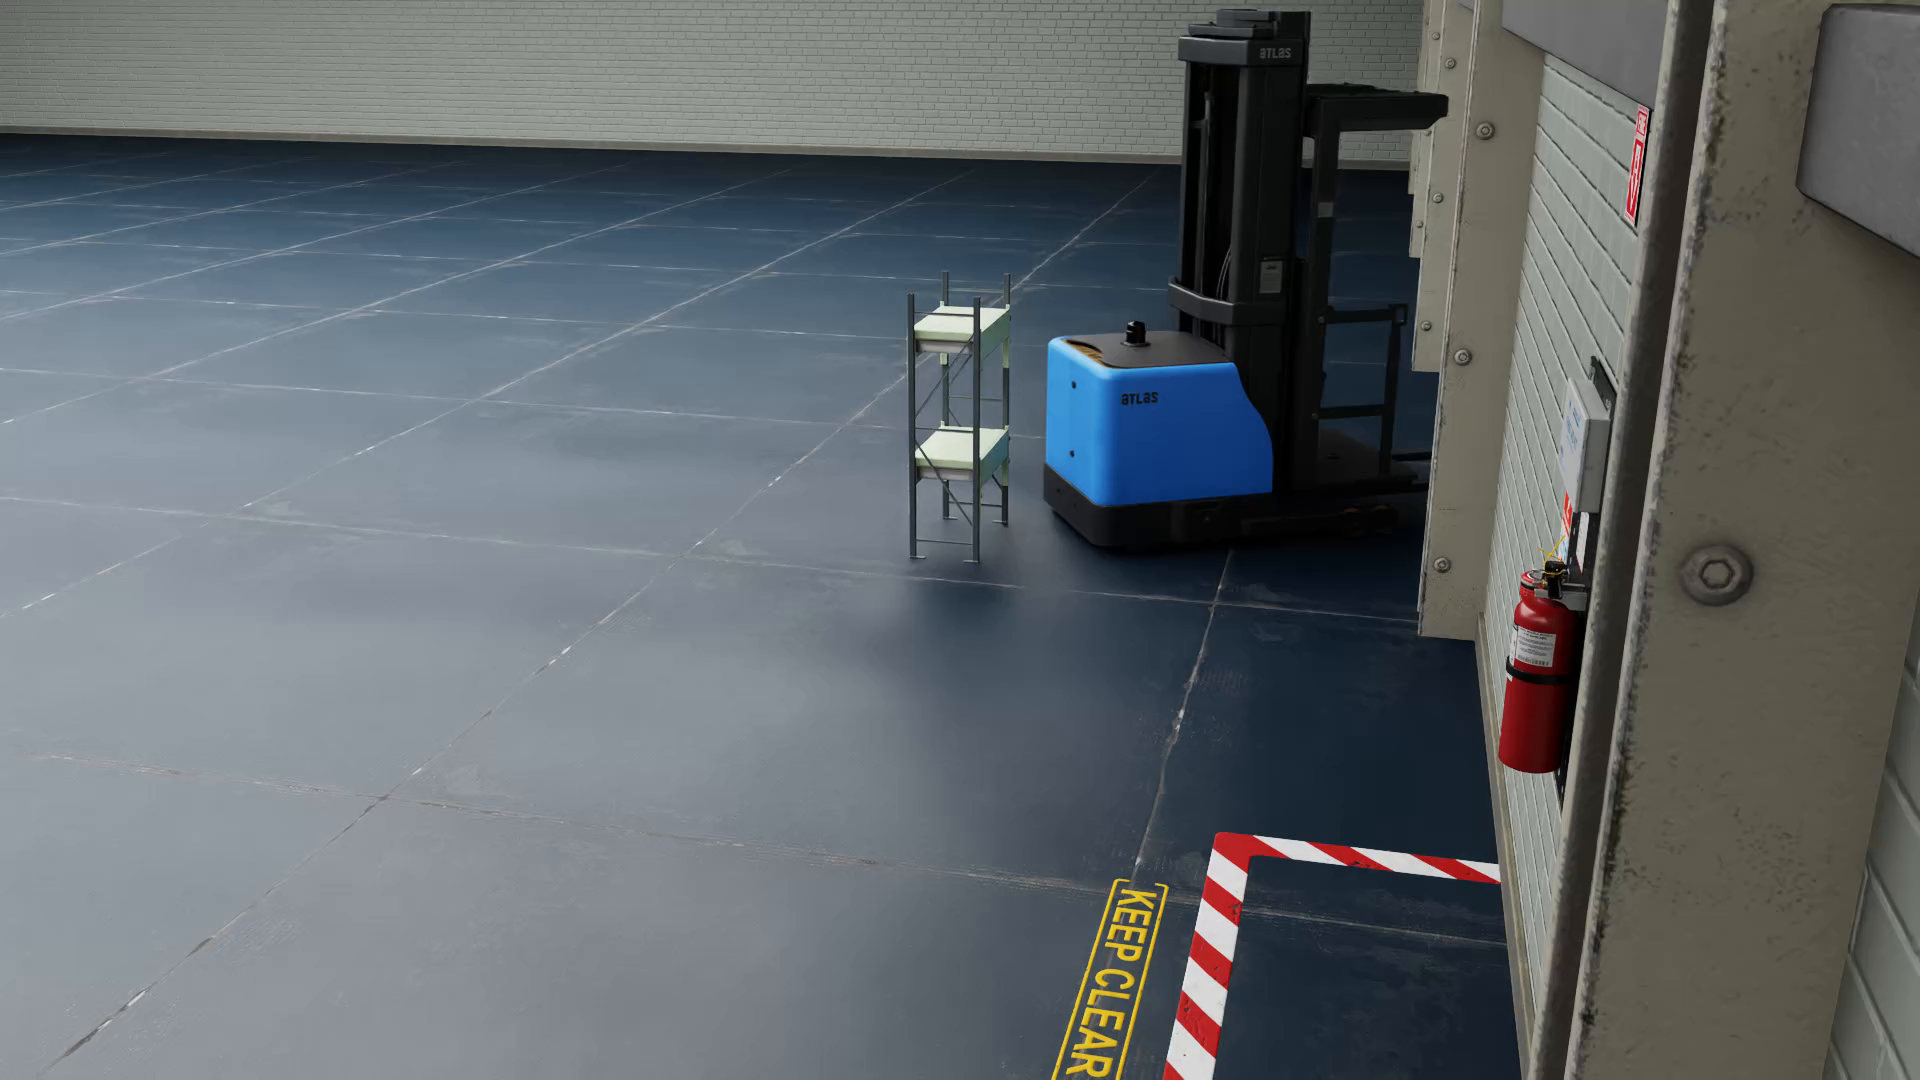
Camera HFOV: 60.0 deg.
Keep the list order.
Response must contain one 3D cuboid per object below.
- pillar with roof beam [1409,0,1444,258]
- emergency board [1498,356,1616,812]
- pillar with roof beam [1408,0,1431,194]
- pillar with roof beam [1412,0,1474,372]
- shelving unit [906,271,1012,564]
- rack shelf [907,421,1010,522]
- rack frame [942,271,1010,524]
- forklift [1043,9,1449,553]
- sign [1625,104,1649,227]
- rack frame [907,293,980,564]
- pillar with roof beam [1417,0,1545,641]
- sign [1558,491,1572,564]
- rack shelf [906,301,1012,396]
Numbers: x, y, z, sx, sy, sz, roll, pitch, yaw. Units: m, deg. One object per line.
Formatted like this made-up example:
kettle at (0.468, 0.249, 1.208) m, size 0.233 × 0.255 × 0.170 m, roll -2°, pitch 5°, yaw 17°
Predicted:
pillar with roof beam at (1.240, -7.933, 18.992) m, size 9.100 × 9.000 × 0.400 m, roll 5°, pitch 19°, yaw 13°
emergency board at (1.658, 0.116, 4.707) m, size 0.194 × 1.169 × 0.643 m, roll 5°, pitch 19°, yaw 13°
pillar with roof beam at (2.706, -9.814, 24.497) m, size 9.100 × 9.000 × 0.400 m, roll 5°, pitch 19°, yaw 13°
pillar with roof beam at (-0.226, -6.053, 13.486) m, size 9.100 × 9.000 × 0.400 m, roll 5°, pitch 19°, yaw 13°
shelving unit at (0.002, -0.712, 9.451) m, size 0.431 × 1.500 × 0.755 m, roll 5°, pitch 19°, yaw 13°
rack shelf at (0.002, -0.403, 9.557) m, size 0.431 × 0.370 × 0.720 m, roll 5°, pitch 19°, yaw 13°
rack frame at (0.091, -0.827, 9.787) m, size 0.400 × 1.500 × 0.023 m, roll 5°, pitch 19°, yaw 13°
forklift at (2.084, -1.565, 9.734) m, size 3.031 × 2.935 × 1.130 m, roll -5°, pitch 20°, yaw -15°
sign at (1.756, -0.976, 4.317) m, size 0.001 × 0.298 × 0.199 m, roll 5°, pitch 19°, yaw 13°
rack frame at (-0.088, -0.597, 9.115) m, size 0.400 × 1.500 × 0.023 m, roll 5°, pitch 19°, yaw 13°
pillar with roof beam at (-1.692, -4.172, 7.980) m, size 9.100 × 9.000 × 0.400 m, roll 5°, pitch 19°, yaw 13°
sign at (1.893, -0.066, 5.185) m, size 0.001 × 0.329 × 0.234 m, roll 5°, pitch 19°, yaw 13°
rack shelf at (0.002, -1.081, 9.325) m, size 0.431 × 0.370 × 0.720 m, roll 5°, pitch 19°, yaw 13°
